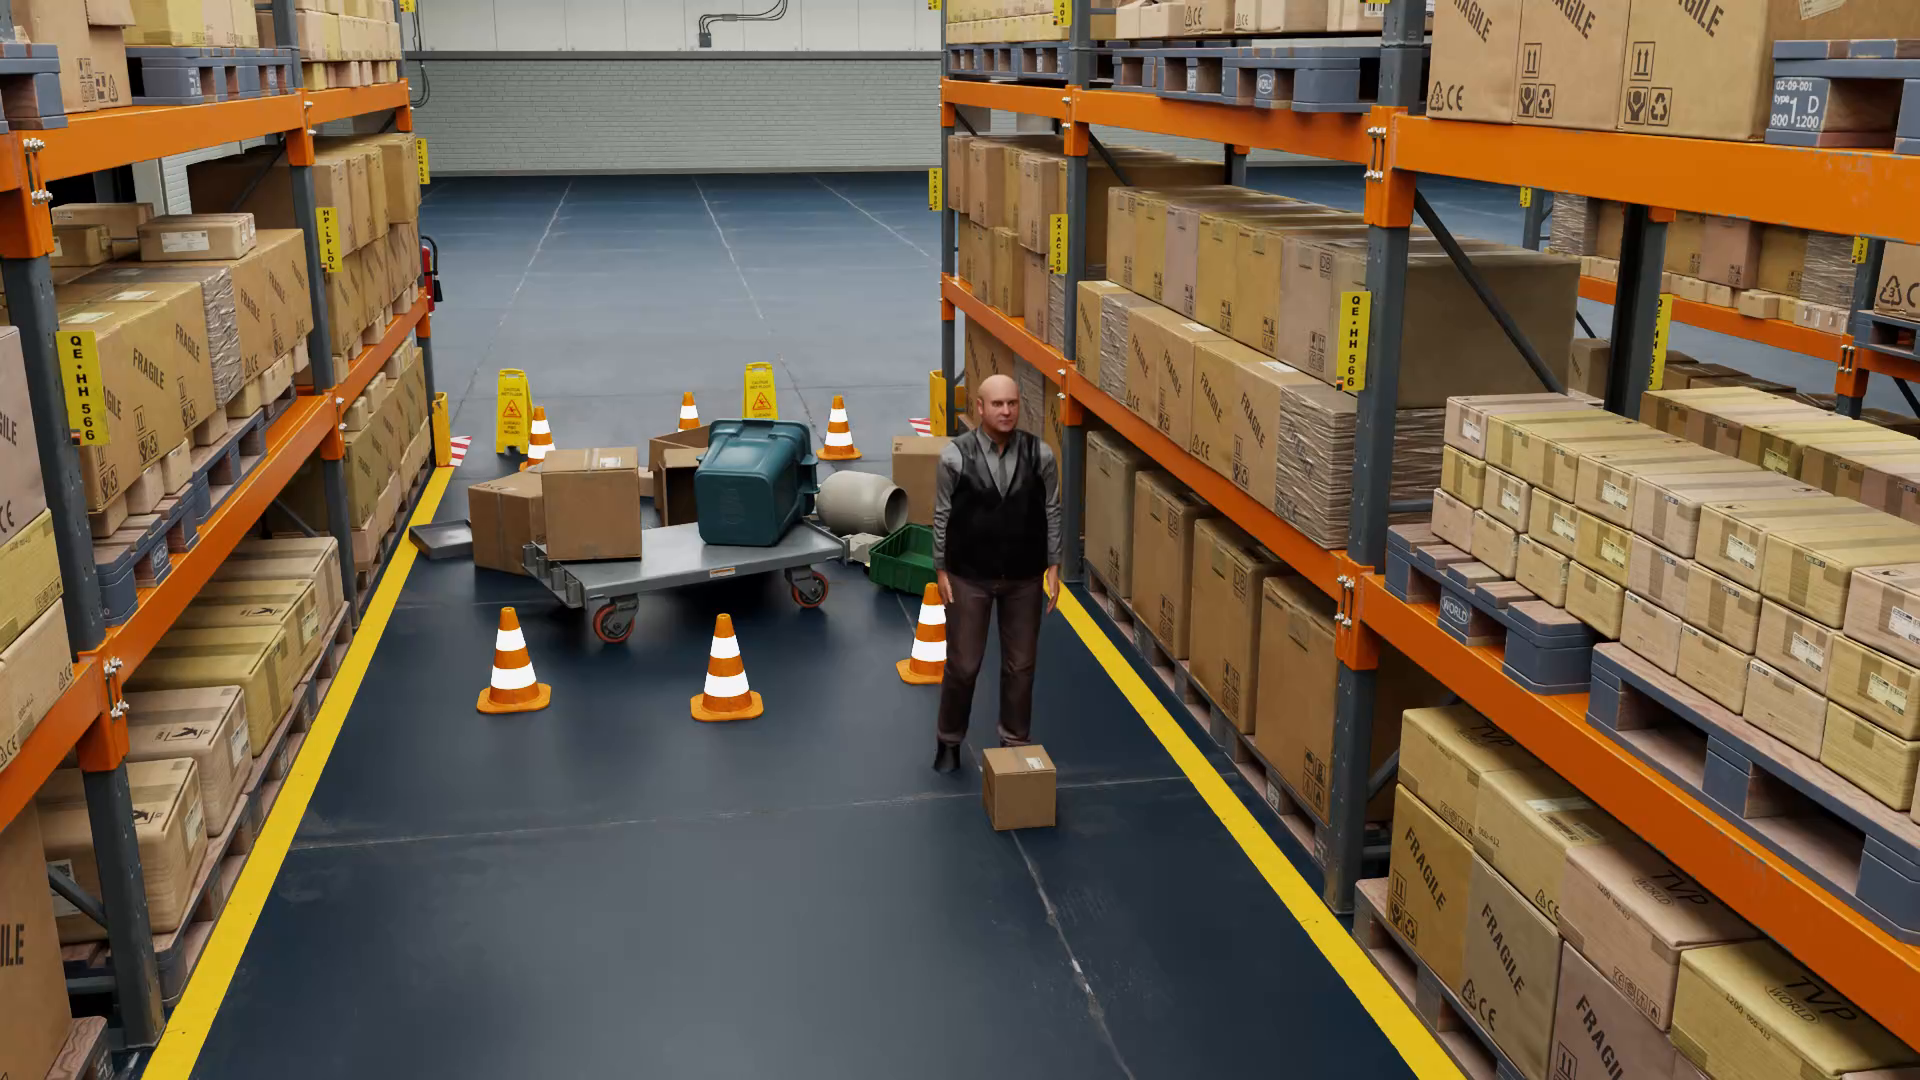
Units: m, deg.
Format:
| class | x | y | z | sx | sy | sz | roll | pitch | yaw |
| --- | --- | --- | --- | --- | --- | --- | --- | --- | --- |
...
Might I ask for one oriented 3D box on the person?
| class | x | y | z | sx | sy | sz | roll | pitch | yaw |
| --- | --- | --- | --- | --- | --- | --- | --- | --- | --- |
| person | 0.158 | 0.175 | 7.029 | 0.548 | 1.584 | 0.385 | -3 | 16 | -10 |
